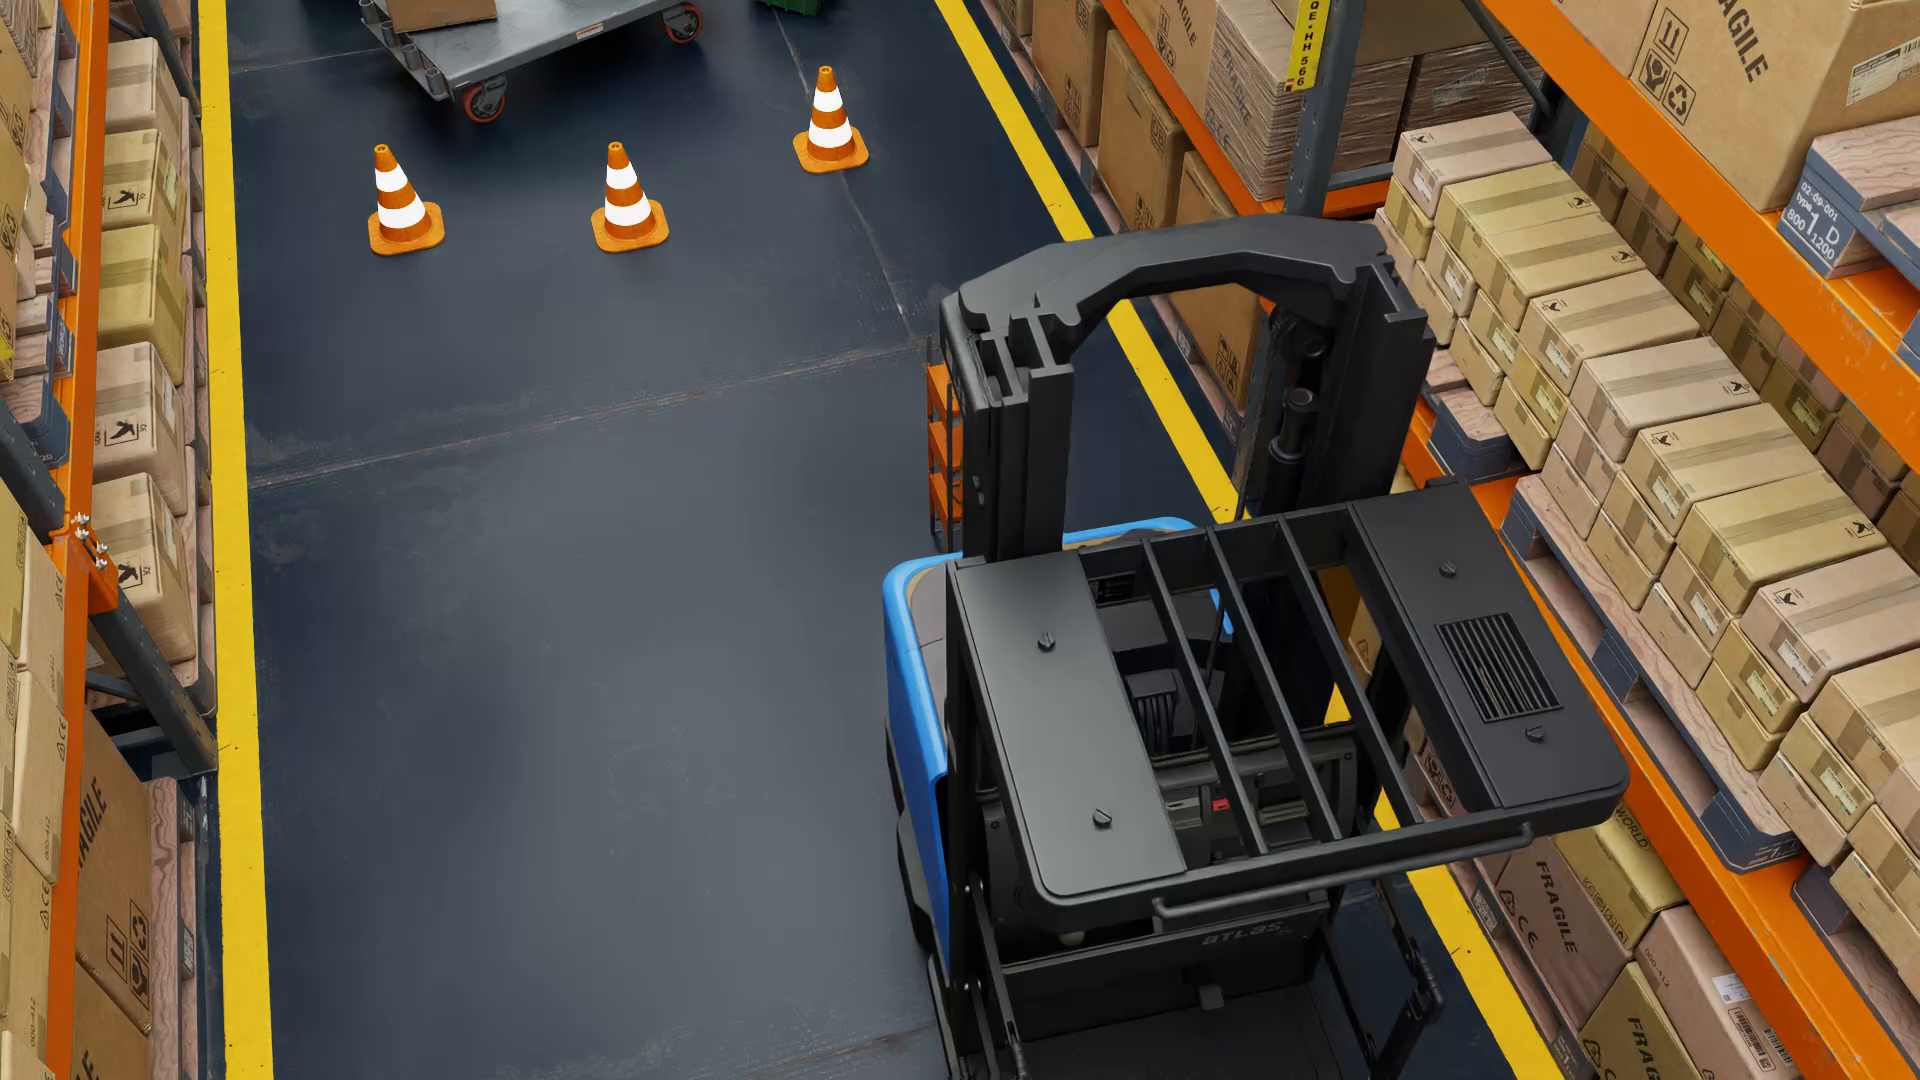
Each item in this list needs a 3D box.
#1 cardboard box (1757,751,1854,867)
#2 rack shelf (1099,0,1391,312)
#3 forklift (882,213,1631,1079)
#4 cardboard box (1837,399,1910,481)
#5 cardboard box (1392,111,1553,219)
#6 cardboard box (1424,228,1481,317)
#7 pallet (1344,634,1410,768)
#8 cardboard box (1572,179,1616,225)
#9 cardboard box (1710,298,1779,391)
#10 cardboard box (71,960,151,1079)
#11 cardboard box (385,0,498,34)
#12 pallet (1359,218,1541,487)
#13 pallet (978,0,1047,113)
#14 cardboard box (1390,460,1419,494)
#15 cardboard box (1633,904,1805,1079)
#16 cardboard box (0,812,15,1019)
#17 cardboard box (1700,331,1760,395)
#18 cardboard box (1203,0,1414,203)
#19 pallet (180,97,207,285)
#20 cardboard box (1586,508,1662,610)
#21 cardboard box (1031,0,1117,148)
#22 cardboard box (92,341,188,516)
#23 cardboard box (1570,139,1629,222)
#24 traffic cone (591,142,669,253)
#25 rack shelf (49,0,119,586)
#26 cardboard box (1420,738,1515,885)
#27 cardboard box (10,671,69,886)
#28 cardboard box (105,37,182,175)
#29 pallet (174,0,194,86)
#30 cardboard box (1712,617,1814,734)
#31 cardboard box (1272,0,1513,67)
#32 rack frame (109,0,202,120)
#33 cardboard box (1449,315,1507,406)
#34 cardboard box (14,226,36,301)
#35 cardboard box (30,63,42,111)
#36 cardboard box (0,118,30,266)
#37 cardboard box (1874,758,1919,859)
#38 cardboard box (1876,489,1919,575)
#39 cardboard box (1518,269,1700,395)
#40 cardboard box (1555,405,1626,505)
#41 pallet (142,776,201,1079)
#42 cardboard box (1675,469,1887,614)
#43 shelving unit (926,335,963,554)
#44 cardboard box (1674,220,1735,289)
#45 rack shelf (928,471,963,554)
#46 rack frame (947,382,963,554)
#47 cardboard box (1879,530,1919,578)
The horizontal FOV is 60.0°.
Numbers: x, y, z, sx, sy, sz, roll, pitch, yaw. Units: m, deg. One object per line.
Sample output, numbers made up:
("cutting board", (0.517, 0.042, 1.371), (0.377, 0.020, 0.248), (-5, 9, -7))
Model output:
("cardboard box", (2.161, 0.588, 3.971), (0.380, 0.149, 0.250), (-15, 52, -13))
("rack shelf", (1.004, -2.505, 7.160), (1.077, 0.370, 4.000), (-13, 51, -11))
("forklift", (0.566, 0.843, 3.912), (1.130, 2.935, 3.031), (-10, 51, -8))
("cardboard box", (2.558, -0.323, 4.351), (0.380, 0.149, 0.250), (-11, 51, -9))
("cardboard box", (1.548, -1.138, 5.038), (0.380, 0.149, 0.250), (-13, 51, -11))
("cardboard box", (1.628, -0.830, 4.973), (0.380, 0.149, 0.250), (-11, 51, -9))
("pallet", (1.825, 0.194, 6.238), (1.003, 0.211, 1.213), (-13, 51, -11))
("cardboard box", (2.180, -1.074, 5.373), (0.380, 0.149, 0.250), (-13, 51, -10))
("cardboard box", (2.411, -0.600, 4.778), (0.380, 0.149, 0.250), (-13, 51, -11))
("cardboard box", (-2.719, 1.642, 4.309), (0.875, 0.875, 0.875), (-13, 51, -11))
("cardboard box", (-2.595, -2.867, 8.135), (0.500, 0.500, 0.500), (-13, 51, -11))
("pallet", (1.908, -0.718, 5.309), (1.213, 0.211, 1.003), (-13, 51, -11))
("pallet", (0.712, -2.752, 8.722), (1.003, 0.211, 1.213), (-13, 51, -11))
("cardboard box", (1.568, -0.289, 5.691), (0.500, 0.250, 0.500), (-15, 52, -13))
("cardboard box", (2.177, 1.209, 4.429), (0.500, 0.250, 0.500), (-11, 51, -9))
("cardboard box", (-2.392, 0.843, 3.638), (0.500, 0.250, 0.500), (-15, 51, -12))
("cardboard box", (2.399, -0.522, 4.907), (0.380, 0.149, 0.250), (-14, 51, -11))
("cardboard box", (1.205, -1.577, 5.842), (0.500, 0.500, 0.500), (-13, 51, -11))
("pallet", (-4.055, -1.538, 7.698), (1.003, 0.211, 1.213), (-13, 51, -11))
("cardboard box", (1.929, 0.010, 4.459), (0.380, 0.149, 0.250), (-13, 51, -10))
("cardboard box", (0.963, -2.469, 7.856), (1.050, 0.750, 0.750), (-13, 51, -11))
("cardboard box", (-3.487, -0.324, 6.295), (0.950, 0.372, 0.625), (-14, 51, -12))
("cardboard box", (2.176, -1.169, 5.258), (0.380, 0.149, 0.250), (-12, 51, -10))
("traffic cone", (-1.541, -1.612, 7.596), (0.336, 0.463, 0.334), (-13, 51, -11))
("rack shelf", (-3.695, -1.312, 6.154), (1.077, 0.370, 4.000), (-13, 51, -11))
("cardboard box", (1.869, 0.709, 5.341), (0.500, 0.500, 0.500), (-14, 51, -12))
("cardboard box", (-2.540, 0.645, 4.132), (0.500, 0.250, 0.500), (-12, 51, -10))
("cardboard box", (-4.129, -1.911, 7.632), (0.950, 0.372, 0.625), (-13, 51, -11))
("pallet", (-4.519, -2.588, 8.584), (1.003, 0.211, 1.213), (-13, 51, -11))
("cardboard box", (2.078, 0.287, 4.031), (0.380, 0.149, 0.250), (-13, 51, -11))
("cardboard box", (1.472, -1.961, 5.511), (0.700, 0.500, 0.500), (-14, 51, -11))
("rack frame", (-4.287, -3.005, 7.111), (1.000, 3.000, 0.127), (-13, 51, -11))
("cardboard box", (1.694, -0.565, 4.944), (0.380, 0.149, 0.250), (-11, 51, -9))
("cardboard box", (-3.111, -0.841, 5.177), (0.380, 0.149, 0.250), (-16, 52, -13))
("cardboard box", (-3.454, -1.608, 5.823), (0.380, 0.149, 0.250), (-12, 51, -10))
("cardboard box", (-3.176, -1.107, 4.976), (0.500, 0.500, 0.500), (-11, 51, -9))
("cardboard box", (2.240, 0.573, 3.595), (0.380, 0.149, 0.250), (-13, 51, -11))
("cardboard box", (2.636, -0.039, 4.305), (0.380, 0.149, 0.250), (-14, 51, -12))
("cardboard box", (1.775, -0.572, 4.560), (0.380, 0.149, 0.250), (-15, 52, -12))
("cardboard box", (1.858, -0.270, 4.500), (0.380, 0.149, 0.250), (-13, 51, -11))
("pallet", (-2.942, 1.408, 5.214), (1.003, 0.211, 1.213), (-13, 51, -11))
("cardboard box", (2.007, 0.002, 4.077), (0.380, 0.149, 0.250), (-14, 51, -11))
("shelving unit", (0.016, -0.299, 6.105), (0.215, 1.050, 0.252), (-13, 51, -11))
("cardboard box", (2.328, -0.893, 4.831), (0.380, 0.149, 0.250), (-12, 51, -10))
("rack shelf", (0.016, -0.113, 6.326), (0.215, 0.259, 0.240), (-13, 51, -11))
("rack frame", (0.052, -0.210, 6.030), (0.200, 1.050, 0.008), (-13, 51, -11))
("cardboard box", (2.638, 0.062, 4.415), (0.380, 0.149, 0.250), (-15, 52, -13))
